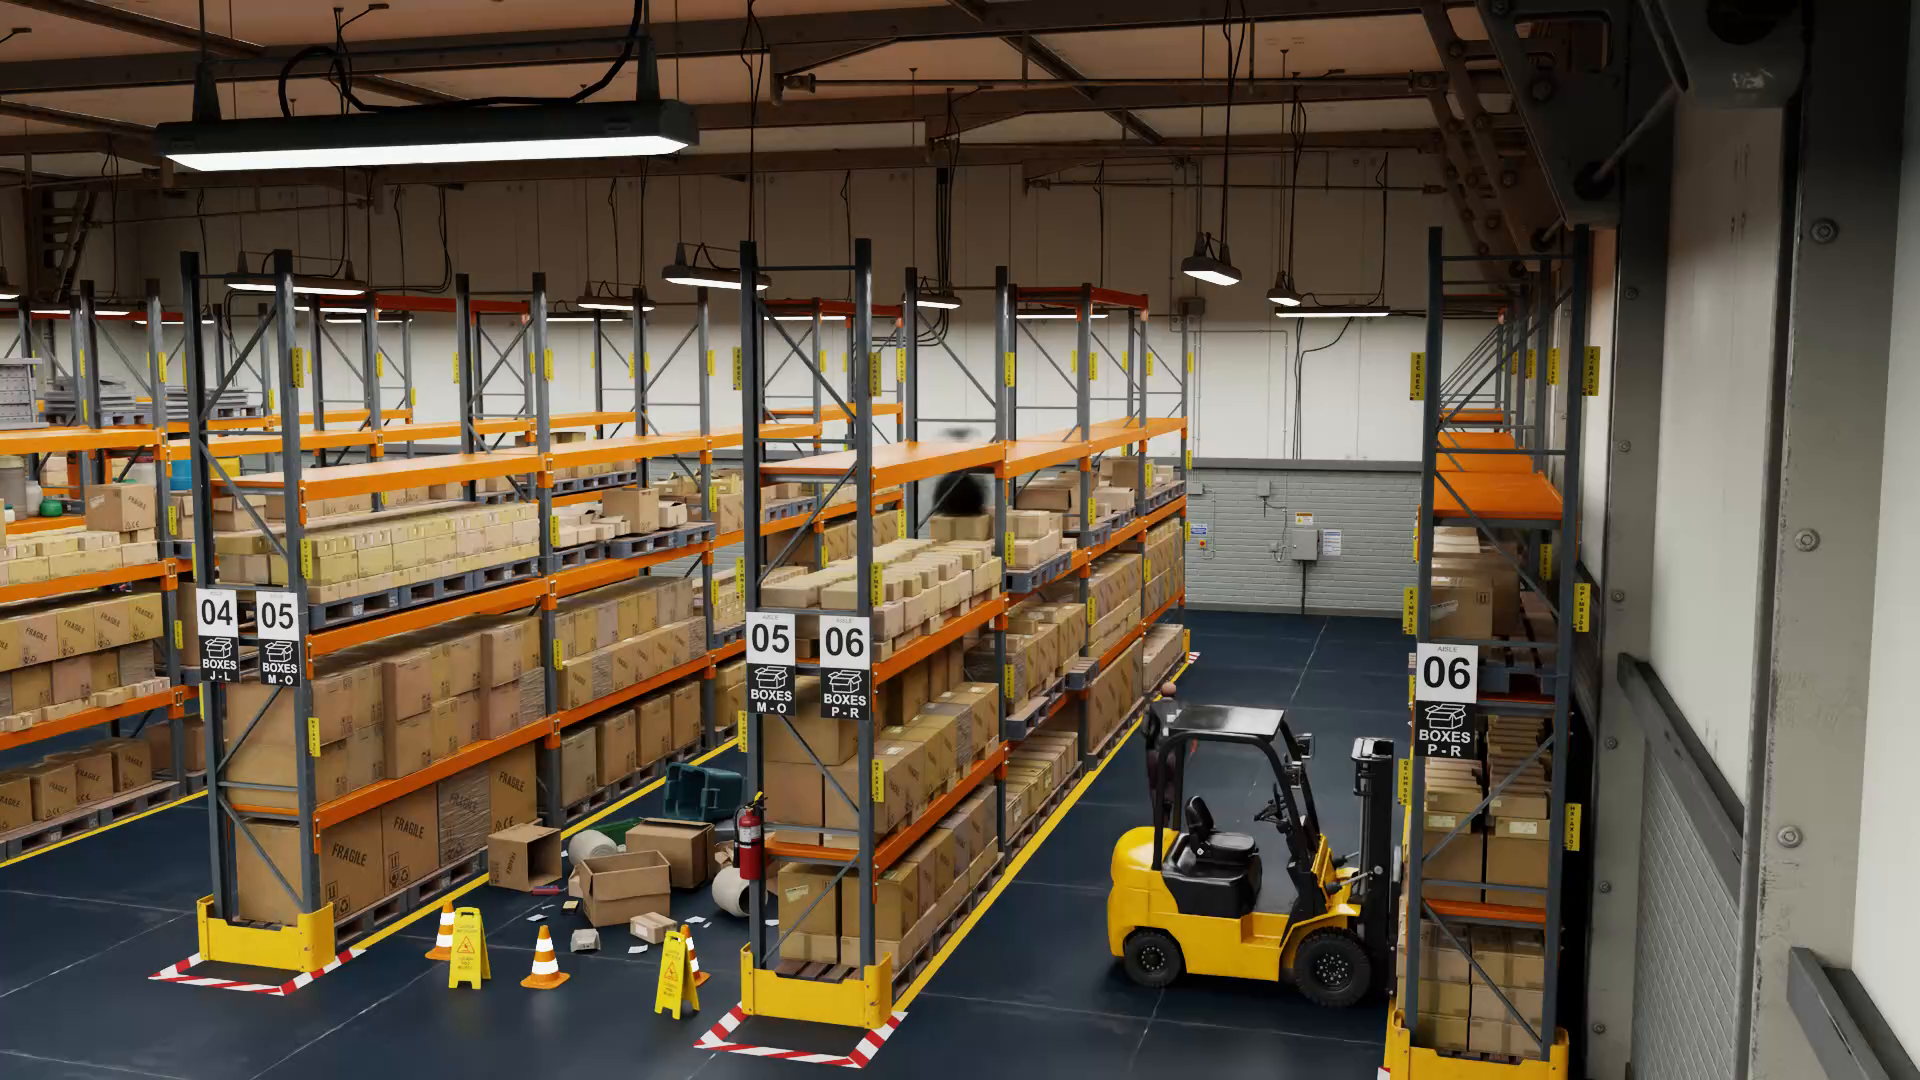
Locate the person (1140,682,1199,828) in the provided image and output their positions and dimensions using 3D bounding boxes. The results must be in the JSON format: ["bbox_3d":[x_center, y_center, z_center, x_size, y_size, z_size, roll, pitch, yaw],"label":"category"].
[{"bbox_3d":[2.314,2.368,18.242,0.687,1.542,0.817,1,7,12],"label":"person"}]
